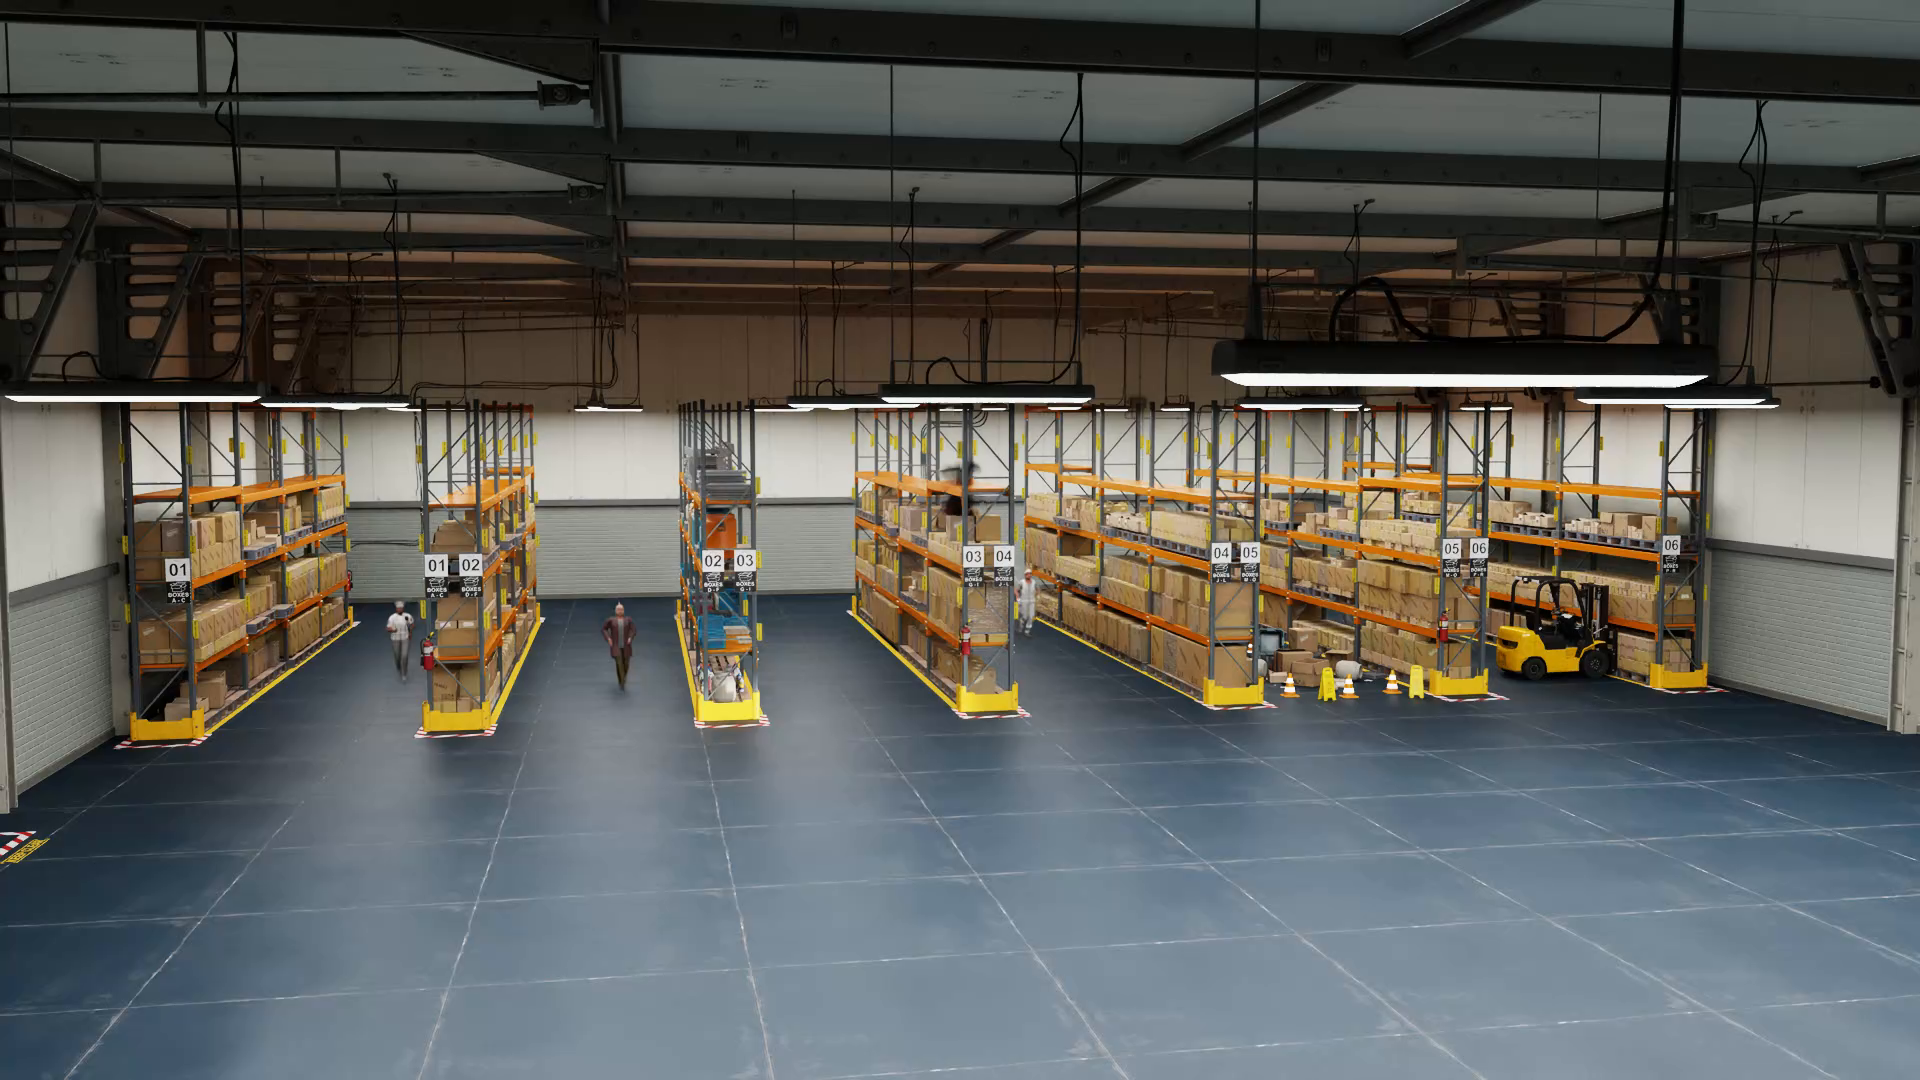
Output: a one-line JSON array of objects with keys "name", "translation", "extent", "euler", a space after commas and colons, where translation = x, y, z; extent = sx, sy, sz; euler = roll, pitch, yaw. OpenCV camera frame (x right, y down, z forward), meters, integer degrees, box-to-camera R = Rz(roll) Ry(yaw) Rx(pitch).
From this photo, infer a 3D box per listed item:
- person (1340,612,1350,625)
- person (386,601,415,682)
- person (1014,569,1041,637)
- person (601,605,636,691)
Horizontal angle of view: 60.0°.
[{"name": "person", "translation": [10.395, 1.450, 45.042], "extent": [0.641, 1.834, 0.727], "euler": [-2, 5, -21]}, {"name": "person", "translation": [-12.020, 2.154, 35.741], "extent": [0.578, 1.698, 0.870], "euler": [-1, 5, -18]}, {"name": "person", "translation": [1.763, 1.619, 42.848], "extent": [0.673, 1.751, 0.590], "euler": [-1, 4, -13]}, {"name": "person", "translation": [-7.120, 2.225, 34.770], "extent": [0.720, 1.762, 0.795], "euler": [-2, 5, -20]}]
